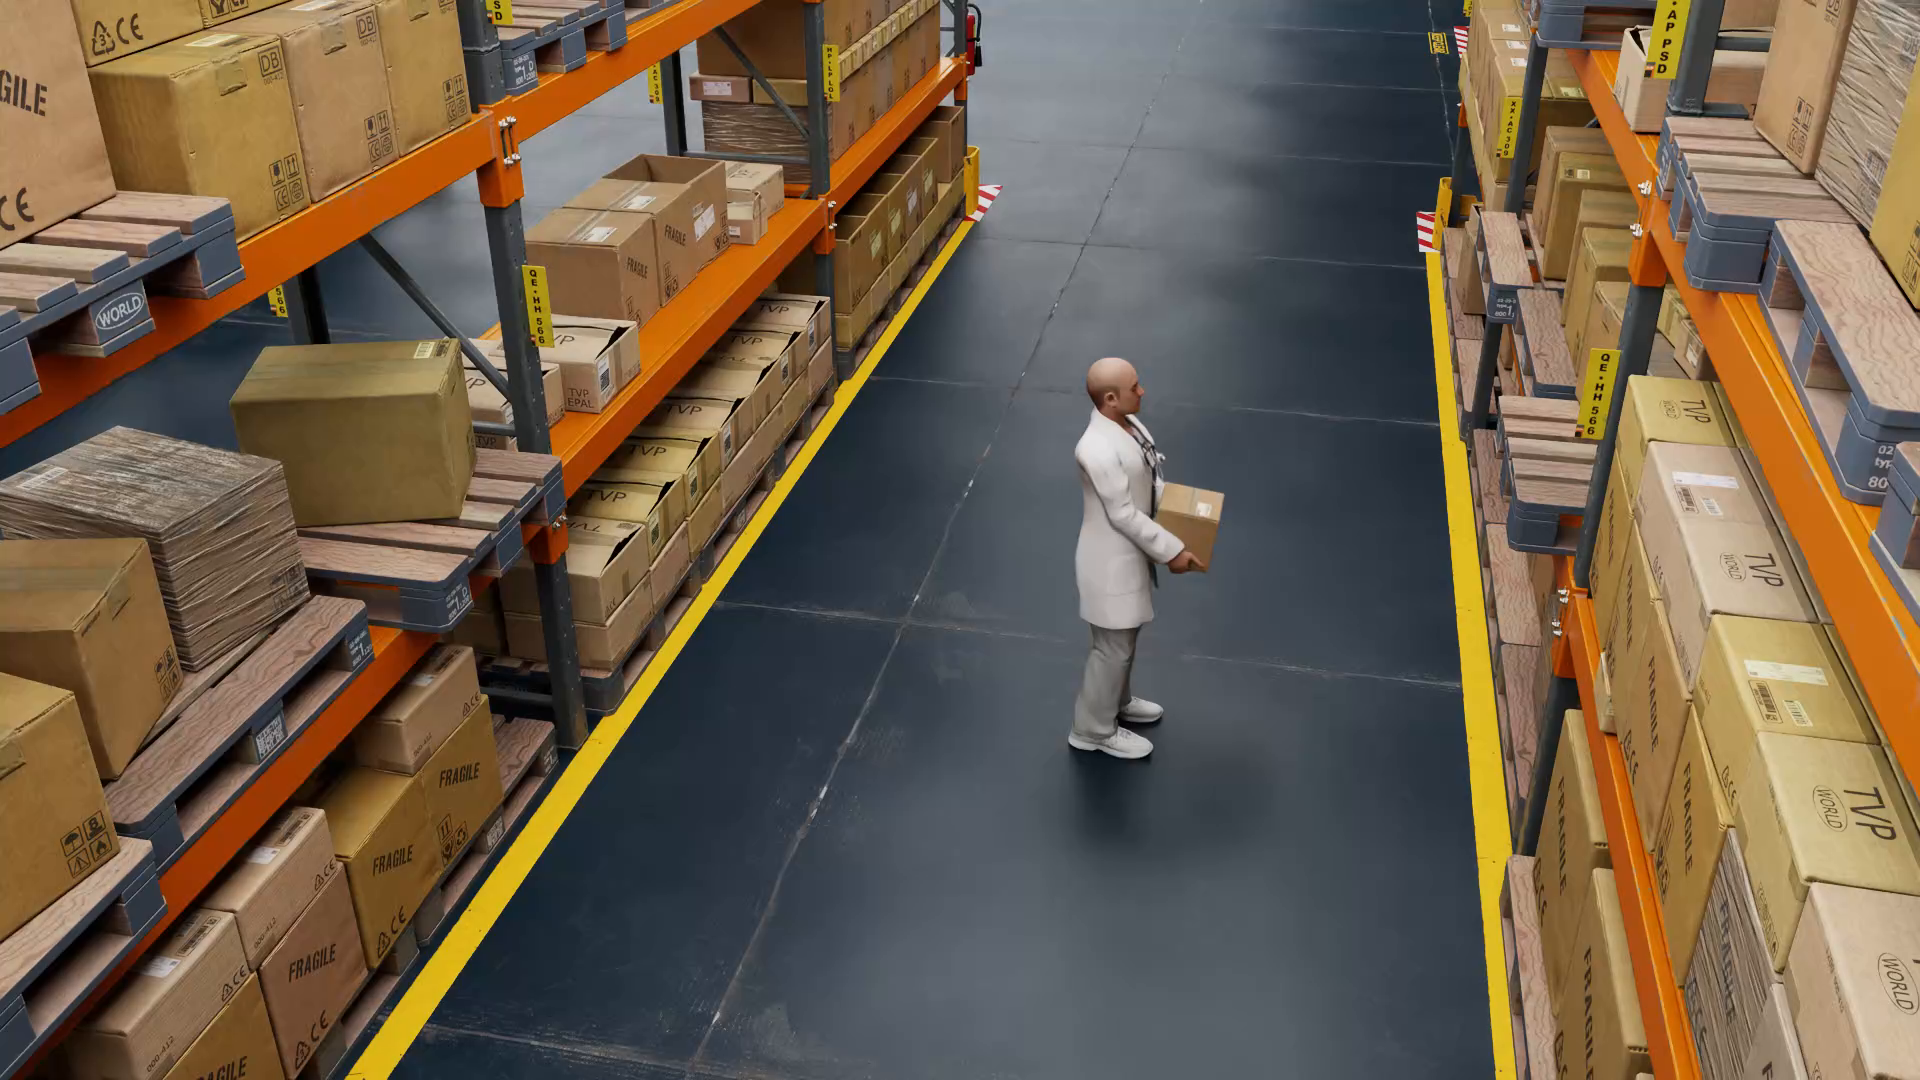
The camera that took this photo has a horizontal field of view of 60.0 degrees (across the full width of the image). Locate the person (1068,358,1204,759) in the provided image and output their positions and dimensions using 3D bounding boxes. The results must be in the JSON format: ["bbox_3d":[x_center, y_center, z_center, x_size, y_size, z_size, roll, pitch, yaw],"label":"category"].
[{"bbox_3d":[0.760,0.082,6.994,0.548,1.775,0.528,6,29,11],"label":"person"}]
